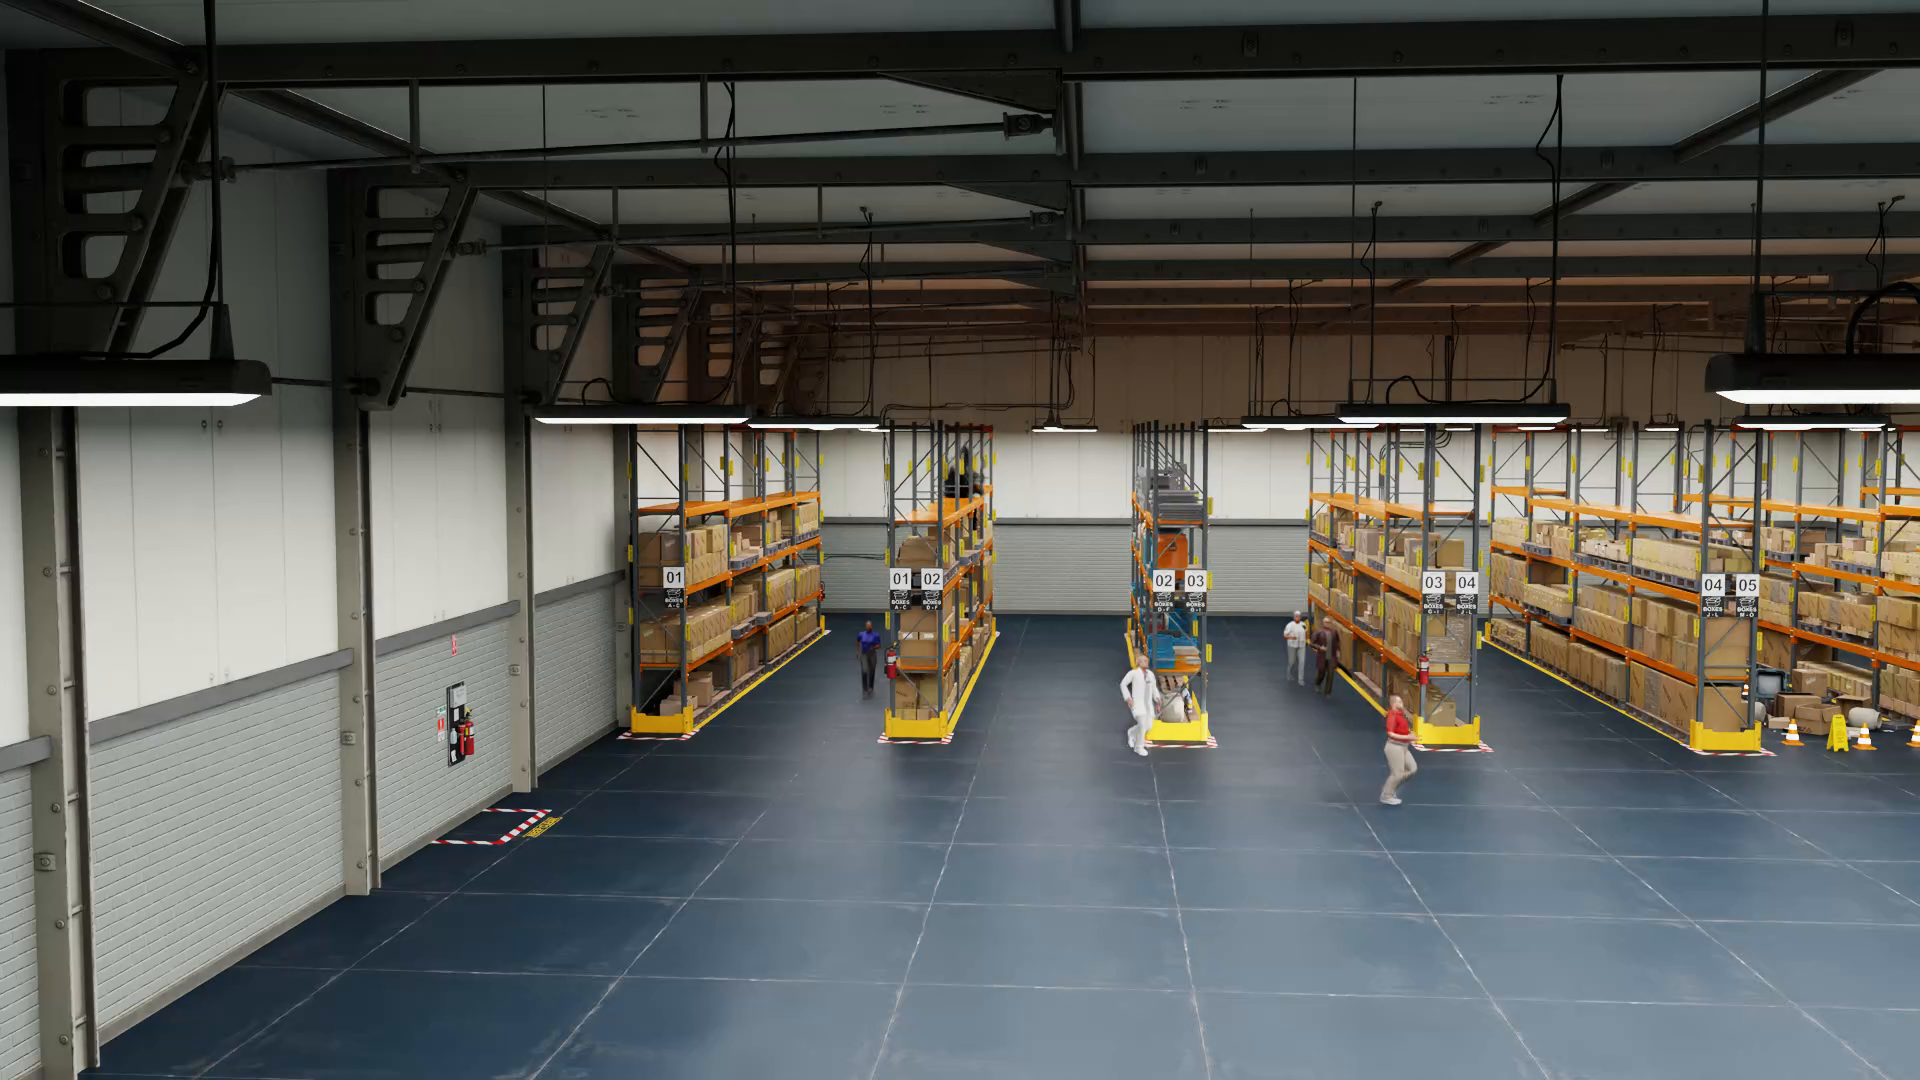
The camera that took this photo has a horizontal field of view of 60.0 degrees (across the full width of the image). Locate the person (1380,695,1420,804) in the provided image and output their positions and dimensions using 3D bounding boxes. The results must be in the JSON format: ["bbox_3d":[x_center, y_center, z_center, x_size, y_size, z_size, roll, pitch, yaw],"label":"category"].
[{"bbox_3d":[6.814,3.249,25.681,0.621,1.707,0.648,2,4,27],"label":"person"}]

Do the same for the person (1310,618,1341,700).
[{"bbox_3d":[7.937,2.558,36.099,0.718,1.746,0.833,0,4,-4],"label":"person"}]

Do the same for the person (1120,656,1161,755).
[{"bbox_3d":[3.284,2.973,30.024,0.770,1.737,0.688,-2,4,-30],"label":"person"}]

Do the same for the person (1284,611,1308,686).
[{"bbox_3d":[7.718,2.457,38.102,0.612,1.653,0.894,0,4,-3],"label":"person"}]

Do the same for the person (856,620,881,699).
[{"bbox_3d":[-1.994,2.611,36.318,0.537,1.698,0.827,0,4,-5],"label":"person"}]
